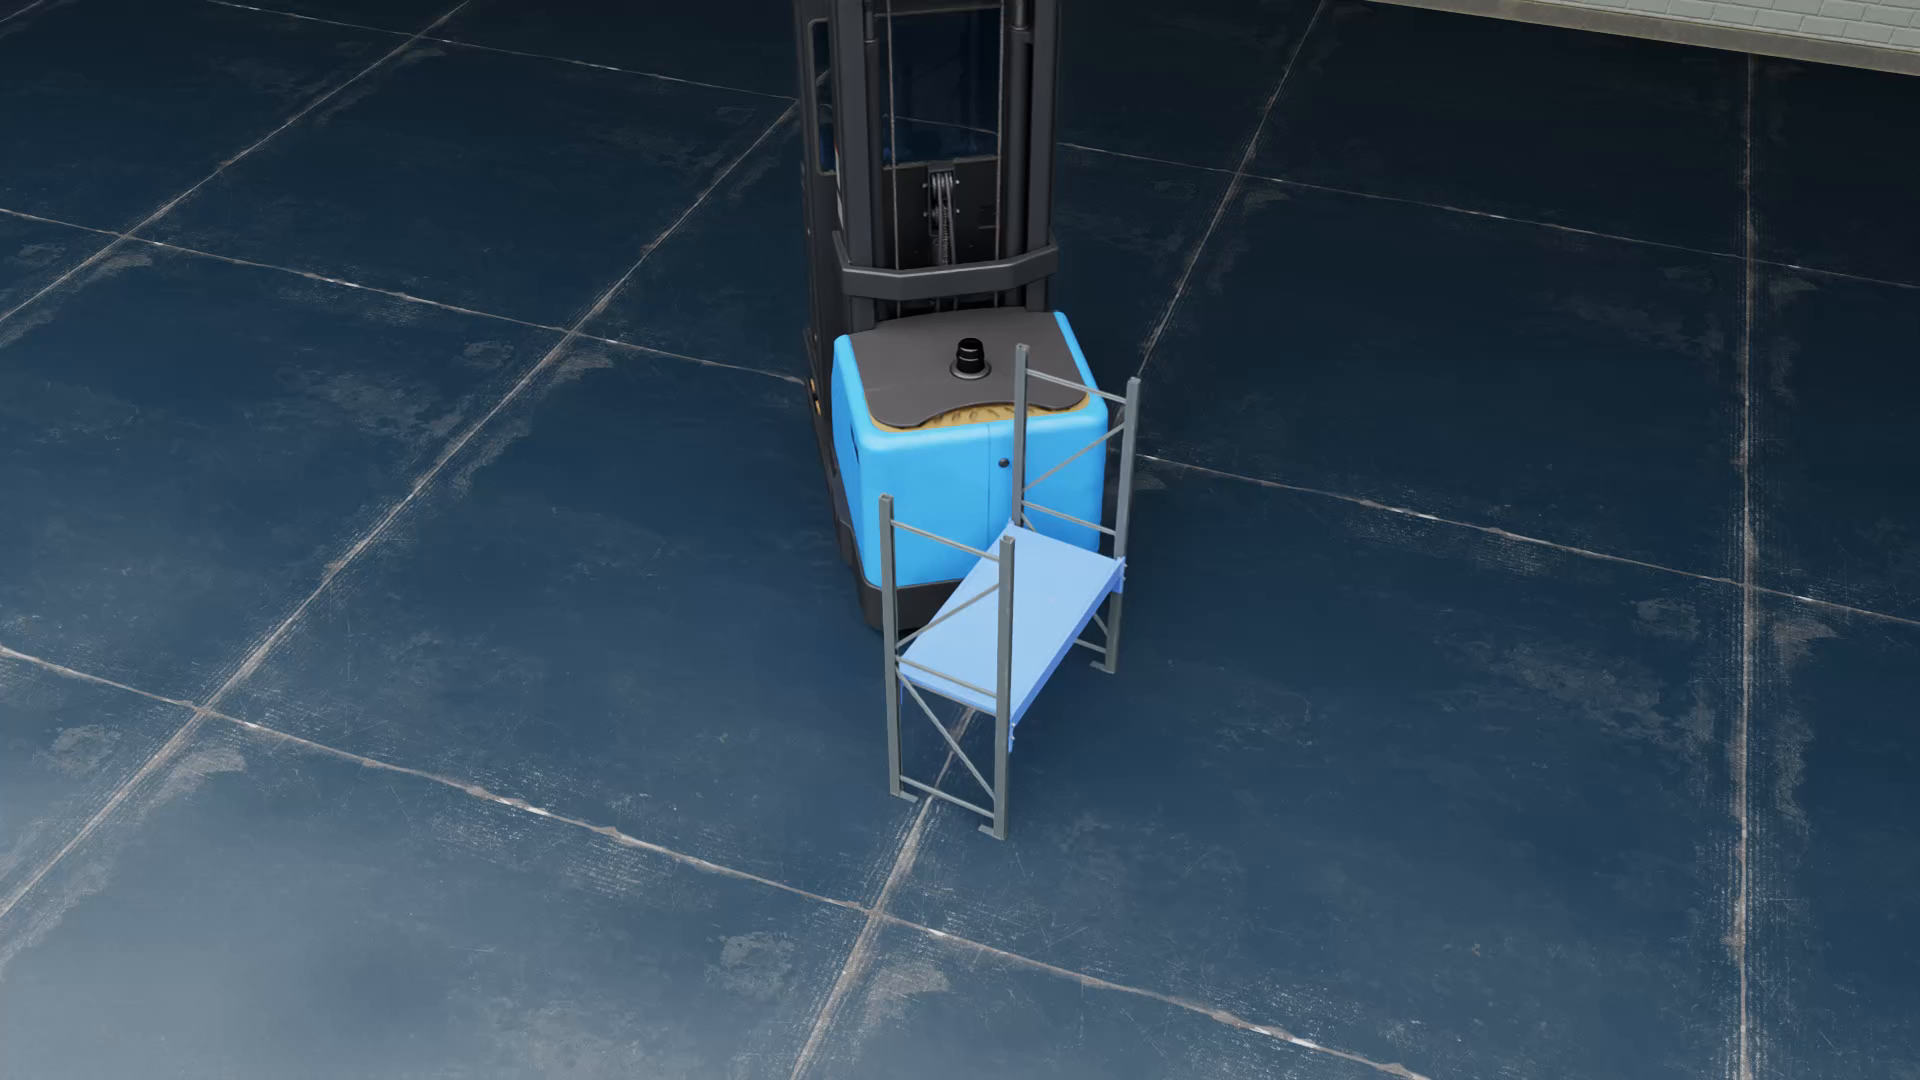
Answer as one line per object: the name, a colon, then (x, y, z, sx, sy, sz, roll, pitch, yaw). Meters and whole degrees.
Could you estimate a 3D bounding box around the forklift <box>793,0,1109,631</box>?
forklift: (-0.175, -1.686, 7.422, 1.130, 2.935, 3.031, -7, 41, -9)

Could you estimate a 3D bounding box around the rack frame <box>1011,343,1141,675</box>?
rack frame: (0.436, -0.085, 6.647, 0.500, 1.500, 0.032, 19, 44, 21)

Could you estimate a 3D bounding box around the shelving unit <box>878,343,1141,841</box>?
shelving unit: (0.195, 0.206, 6.307, 0.538, 1.500, 1.048, 19, 44, 21)

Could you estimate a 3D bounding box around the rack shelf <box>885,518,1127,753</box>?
rack shelf: (0.195, 0.342, 6.424, 0.538, 0.185, 1.000, 19, 44, 21)

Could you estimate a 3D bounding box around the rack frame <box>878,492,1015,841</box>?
rack frame: (-0.047, 0.496, 5.967, 0.500, 1.500, 0.032, 19, 44, 21)
